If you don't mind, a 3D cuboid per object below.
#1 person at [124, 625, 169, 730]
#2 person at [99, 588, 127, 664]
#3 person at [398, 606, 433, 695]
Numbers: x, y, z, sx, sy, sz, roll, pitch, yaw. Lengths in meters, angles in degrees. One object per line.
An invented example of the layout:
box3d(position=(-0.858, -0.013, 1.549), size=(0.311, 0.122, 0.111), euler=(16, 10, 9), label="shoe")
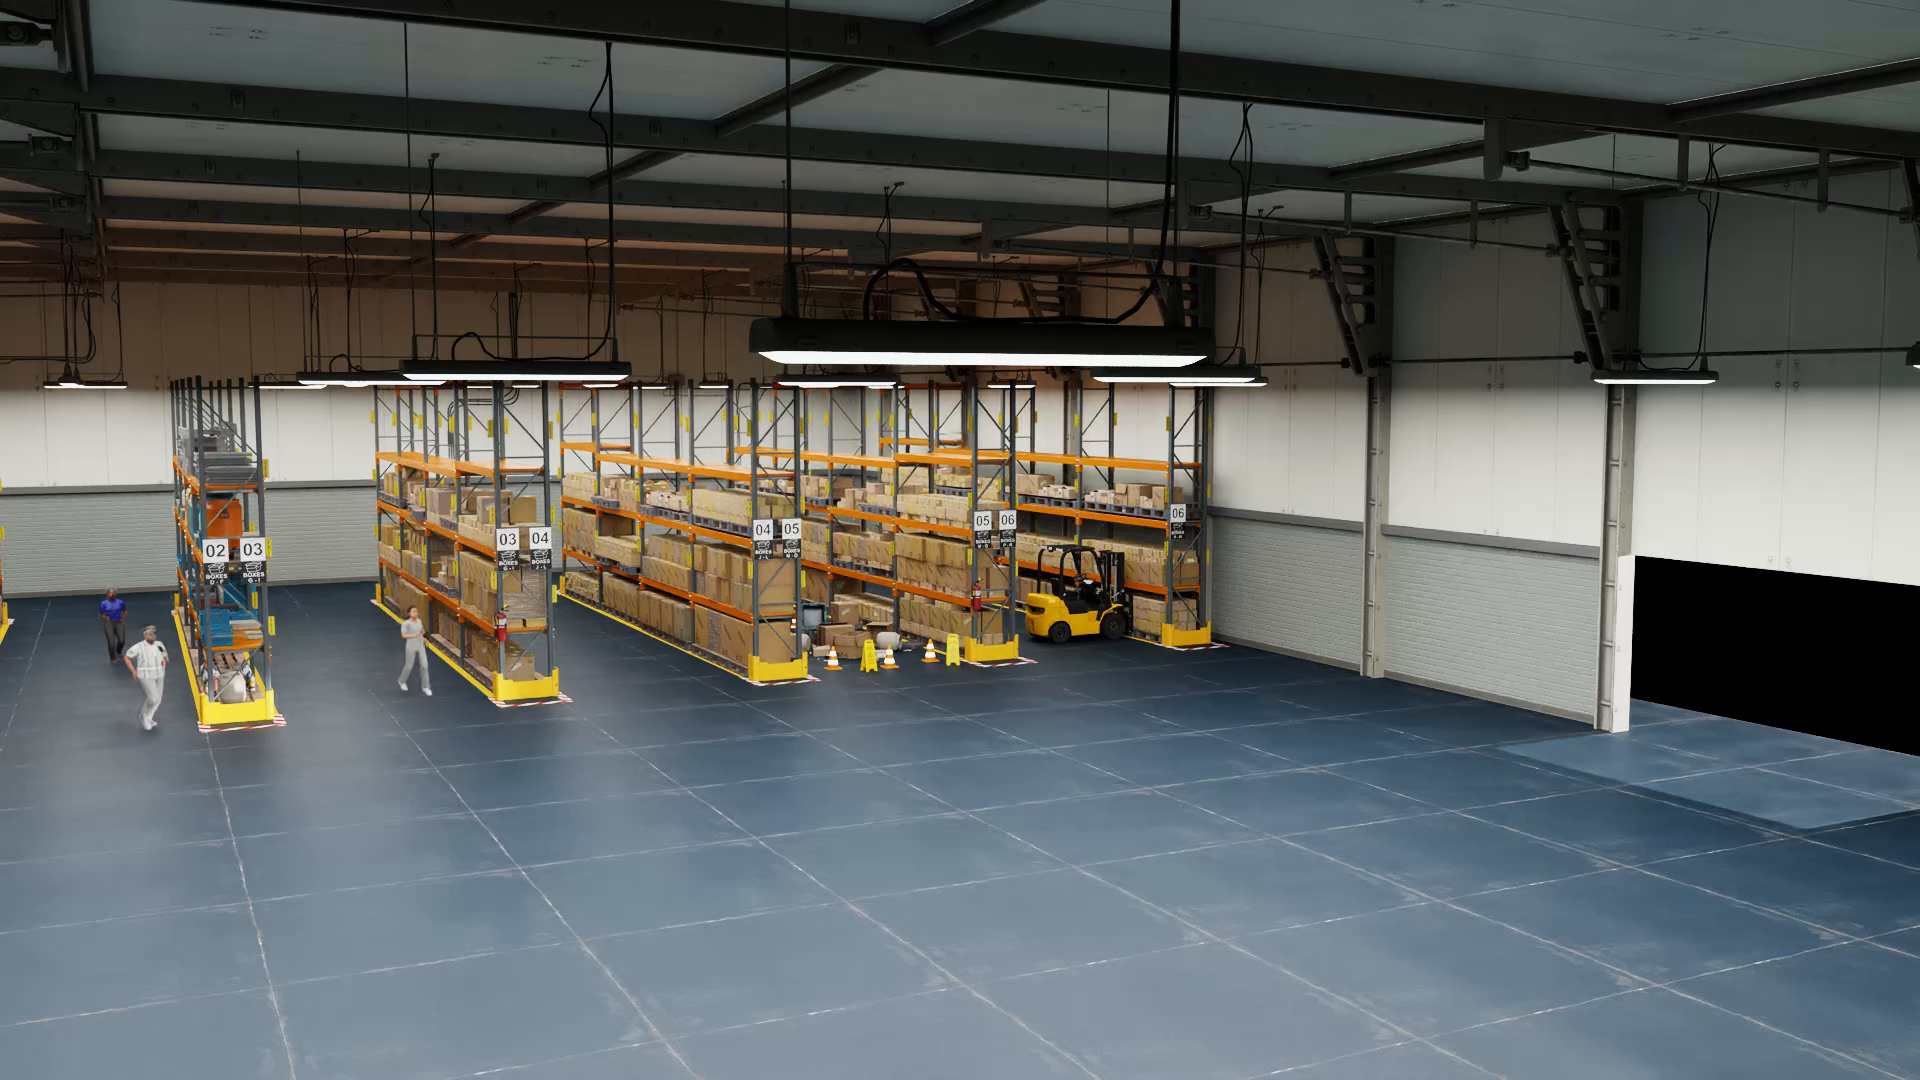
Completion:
box3d(position=(-13.738, 2.331, 28.276), size=(0.672, 1.773, 0.637), euler=(3, 6, 30), label="person")
box3d(position=(-17.727, 1.812, 34.866), size=(0.565, 1.611, 0.553), euler=(-4, 6, -35), label="person")
box3d(position=(-10.318, 2.067, 31.462), size=(0.957, 1.667, 0.559), euler=(4, 7, 41), label="person")
